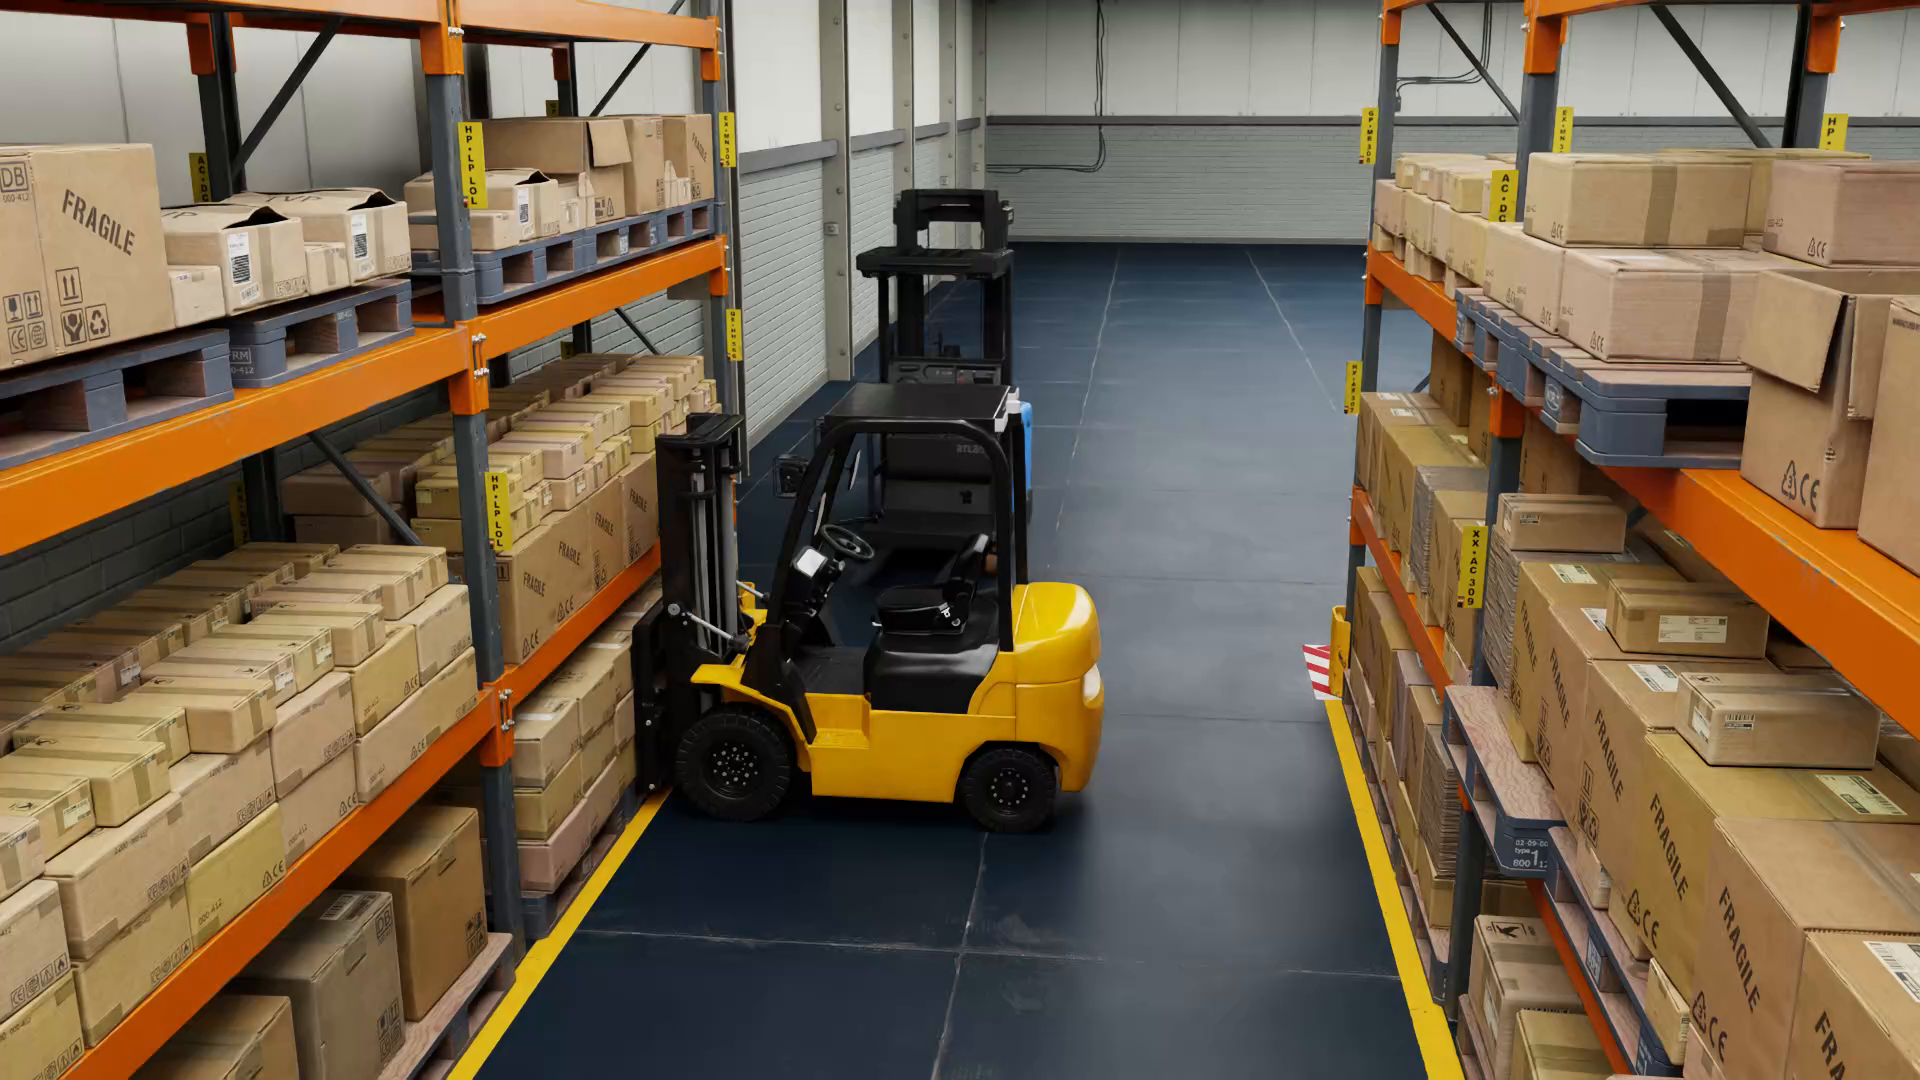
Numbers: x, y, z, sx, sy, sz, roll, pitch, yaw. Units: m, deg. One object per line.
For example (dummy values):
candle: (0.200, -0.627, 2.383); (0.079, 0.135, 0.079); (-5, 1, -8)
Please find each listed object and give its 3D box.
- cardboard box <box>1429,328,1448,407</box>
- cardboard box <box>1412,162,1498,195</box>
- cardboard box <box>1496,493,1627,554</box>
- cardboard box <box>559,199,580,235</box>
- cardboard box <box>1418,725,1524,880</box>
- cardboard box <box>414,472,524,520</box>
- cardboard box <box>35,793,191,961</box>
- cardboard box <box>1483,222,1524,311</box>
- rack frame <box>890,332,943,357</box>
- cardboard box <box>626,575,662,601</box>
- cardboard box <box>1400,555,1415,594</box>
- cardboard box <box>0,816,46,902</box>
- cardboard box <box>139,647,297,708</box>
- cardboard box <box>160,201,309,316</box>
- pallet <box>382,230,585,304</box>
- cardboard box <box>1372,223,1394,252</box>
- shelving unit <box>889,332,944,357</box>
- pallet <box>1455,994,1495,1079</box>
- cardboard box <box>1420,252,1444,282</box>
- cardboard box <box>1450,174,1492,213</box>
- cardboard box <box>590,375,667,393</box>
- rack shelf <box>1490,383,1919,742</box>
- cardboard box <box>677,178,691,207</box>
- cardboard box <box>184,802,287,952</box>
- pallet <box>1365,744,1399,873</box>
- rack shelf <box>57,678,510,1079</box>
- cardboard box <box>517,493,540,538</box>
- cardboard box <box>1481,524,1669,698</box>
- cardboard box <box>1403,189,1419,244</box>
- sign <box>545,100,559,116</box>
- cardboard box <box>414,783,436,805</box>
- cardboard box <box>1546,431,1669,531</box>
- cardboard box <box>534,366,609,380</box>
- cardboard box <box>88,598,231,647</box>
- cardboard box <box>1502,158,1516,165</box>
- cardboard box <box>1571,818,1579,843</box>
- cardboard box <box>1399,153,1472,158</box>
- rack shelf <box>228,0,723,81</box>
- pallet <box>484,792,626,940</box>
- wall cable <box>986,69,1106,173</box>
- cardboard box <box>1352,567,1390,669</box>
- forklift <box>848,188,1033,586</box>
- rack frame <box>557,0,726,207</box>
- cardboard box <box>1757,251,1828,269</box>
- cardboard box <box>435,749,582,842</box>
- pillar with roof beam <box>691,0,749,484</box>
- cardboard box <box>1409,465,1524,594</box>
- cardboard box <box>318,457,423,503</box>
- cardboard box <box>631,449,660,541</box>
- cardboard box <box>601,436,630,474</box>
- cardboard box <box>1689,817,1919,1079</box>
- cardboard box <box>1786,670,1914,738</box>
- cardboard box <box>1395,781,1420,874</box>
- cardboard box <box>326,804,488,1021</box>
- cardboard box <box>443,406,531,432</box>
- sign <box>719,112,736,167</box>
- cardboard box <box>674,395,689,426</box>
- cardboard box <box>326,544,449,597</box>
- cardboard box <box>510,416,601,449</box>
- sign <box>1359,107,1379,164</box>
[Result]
cardboard box: (3.118, -1.037, 9.574); (0.700, 0.500, 0.500); (1, 15, 5)
cardboard box: (2.468, -1.803, 8.290); (0.380, 0.149, 0.250); (2, 15, 8)
cardboard box: (2.103, -0.060, 5.830); (0.380, 0.149, 0.250); (2, 15, 6)
cardboard box: (-1.986, -1.494, 7.679); (0.380, 0.149, 0.250); (2, 15, 8)
cardboard box: (2.308, 1.137, 7.237); (0.500, 0.500, 0.500); (1, 15, 5)
cardboard box: (-2.094, -0.188, 7.108); (0.380, 0.149, 0.250); (2, 15, 7)
cardboard box: (-2.449, 0.886, 4.468); (0.500, 0.250, 0.500); (1, 15, 5)
cardboard box: (2.043, -0.903, 5.490); (0.500, 0.250, 0.500); (1, 15, 5)
rack frame: (-0.411, -1.231, 15.840); (0.500, 1.500, 0.032); (0, 15, -1)
cardboard box: (-1.814, 0.388, 9.530); (0.500, 0.250, 0.500); (2, 15, 7)
cardboard box: (2.404, 0.168, 8.276); (0.380, 0.149, 0.250); (2, 15, 7)
cardboard box: (-2.498, 0.788, 4.068); (0.380, 0.149, 0.250); (2, 15, 7)
cardboard box: (-2.358, 0.457, 5.292); (0.380, 0.149, 0.250); (2, 15, 7)
cardboard box: (-2.351, -0.871, 5.066); (0.500, 0.311, 0.500); (1, 15, 4)
pallet: (-2.354, -1.237, 7.412); (1.003, 0.211, 1.213); (2, 15, 6)
cardboard box: (2.599, -1.752, 9.629); (0.380, 0.149, 0.250); (2, 15, 6)
shelving unit: (-0.400, -1.098, 15.349); (0.538, 1.500, 1.048); (0, 15, -1)
pallet: (2.421, 2.084, 6.051); (1.003, 0.211, 1.213); (2, 15, 6)
cardboard box: (2.468, -1.347, 8.132); (0.380, 0.149, 0.250); (1, 15, 5)
cardboard box: (2.297, -1.470, 7.059); (0.380, 0.149, 0.250); (2, 15, 8)
cardboard box: (-1.906, -0.857, 9.580); (0.380, 0.149, 0.250); (2, 15, 7)
rack shelf: (2.282, -0.046, 4.218); (1.077, 0.370, 4.000); (2, 15, 6)
cardboard box: (-1.765, -2.001, 9.553); (0.380, 0.149, 0.250); (1, 15, 5)
cardboard box: (-2.410, 0.994, 5.027); (0.500, 0.250, 0.500); (2, 15, 8)
pallet: (2.683, 1.389, 8.619); (1.003, 0.211, 1.213); (2, 15, 6)
rack shelf: (-2.651, 1.257, 5.146); (1.077, 0.370, 4.000); (2, 15, 6)
cardboard box: (-2.100, -0.113, 7.399); (0.380, 0.149, 0.250); (2, 15, 8)
cardboard box: (2.170, 0.254, 5.909); (0.500, 0.500, 0.500); (2, 15, 8)
cardboard box: (2.537, -1.633, 8.426); (0.500, 0.250, 0.500); (2, 15, 8)
sign: (-2.524, -2.573, 10.358); (0.100, 0.325, 0.005); (2, 15, 6)
cardboard box: (-2.574, 1.142, 7.699); (0.500, 0.250, 0.500); (1, 15, 5)
cardboard box: (2.773, -0.246, 6.650); (0.700, 0.500, 0.500); (2, 15, 6)
cardboard box: (-2.303, -0.935, 9.870); (0.380, 0.149, 0.250); (2, 15, 7)
cardboard box: (-2.797, 0.314, 5.821); (0.380, 0.149, 0.250); (2, 15, 6)
cardboard box: (3.056, -1.920, 8.723); (0.380, 0.149, 0.250); (2, 15, 7)
cardboard box: (2.038, 0.858, 4.918); (0.380, 0.149, 0.250); (2, 15, 7)
cardboard box: (2.716, -2.127, 9.489); (0.380, 0.149, 0.250); (2, 15, 6)
rack shelf: (-2.199, -2.484, 8.252); (1.077, 0.370, 4.000); (2, 15, 6)
pallet: (-2.294, 1.532, 8.093); (1.003, 0.211, 1.213); (2, 15, 6)
wall cable: (2.084, -10.396, 41.317); (3.097, 2.526, 0.112); (2, 15, 6)
cardboard box: (2.591, 0.468, 9.710); (0.500, 0.500, 0.500); (1, 15, 4)
forklift: (-0.169, -1.243, 13.144); (1.130, 2.935, 3.031); (3, 15, 12)
rack frame: (-1.974, -3.543, 10.024); (1.000, 3.000, 0.127); (2, 15, 6)
cardboard box: (2.465, -0.623, 4.457); (0.500, 0.250, 0.500); (2, 15, 7)
cardboard box: (-2.064, 1.158, 7.640); (0.500, 0.250, 0.500); (2, 15, 6)
pillar with roof beam: (2.007, -4.818, 14.741); (9.100, 9.000, 0.400); (2, 15, 6)
cardboard box: (2.416, -0.047, 7.828); (0.500, 0.500, 0.500); (2, 15, 8)
cardboard box: (-2.620, -0.270, 7.410); (0.380, 0.149, 0.250); (1, 15, 5)
cardboard box: (-1.893, -0.293, 9.306); (0.500, 0.500, 0.500); (1, 15, 5)
cardboard box: (-1.933, -0.446, 8.631); (0.380, 0.149, 0.250); (1, 15, 5)
cardboard box: (1.879, 0.918, 3.454); (0.500, 0.500, 0.500); (1, 15, 5)
cardboard box: (2.506, 0.666, 4.386); (0.500, 0.500, 0.500); (1, 15, 4)
cardboard box: (2.357, 1.361, 7.846); (0.500, 0.250, 0.500); (1, 15, 5)
cardboard box: (-2.473, 1.470, 6.724); (0.875, 0.625, 0.625); (2, 15, 9)
cardboard box: (-2.453, -0.602, 8.638); (0.380, 0.149, 0.250); (2, 15, 8)
sign: (-1.436, -2.464, 10.238); (0.100, 0.325, 0.005); (2, 15, 6)
cardboard box: (-1.824, -0.777, 9.856); (0.380, 0.149, 0.250); (2, 15, 7)
cardboard box: (-2.243, 0.124, 6.521); (0.380, 0.149, 0.250); (2, 15, 8)
cardboard box: (-2.028, -0.525, 8.352); (0.380, 0.149, 0.250); (2, 15, 6)
sign: (2.420, -2.387, 9.824); (0.100, 0.325, 0.005); (2, 15, 6)
